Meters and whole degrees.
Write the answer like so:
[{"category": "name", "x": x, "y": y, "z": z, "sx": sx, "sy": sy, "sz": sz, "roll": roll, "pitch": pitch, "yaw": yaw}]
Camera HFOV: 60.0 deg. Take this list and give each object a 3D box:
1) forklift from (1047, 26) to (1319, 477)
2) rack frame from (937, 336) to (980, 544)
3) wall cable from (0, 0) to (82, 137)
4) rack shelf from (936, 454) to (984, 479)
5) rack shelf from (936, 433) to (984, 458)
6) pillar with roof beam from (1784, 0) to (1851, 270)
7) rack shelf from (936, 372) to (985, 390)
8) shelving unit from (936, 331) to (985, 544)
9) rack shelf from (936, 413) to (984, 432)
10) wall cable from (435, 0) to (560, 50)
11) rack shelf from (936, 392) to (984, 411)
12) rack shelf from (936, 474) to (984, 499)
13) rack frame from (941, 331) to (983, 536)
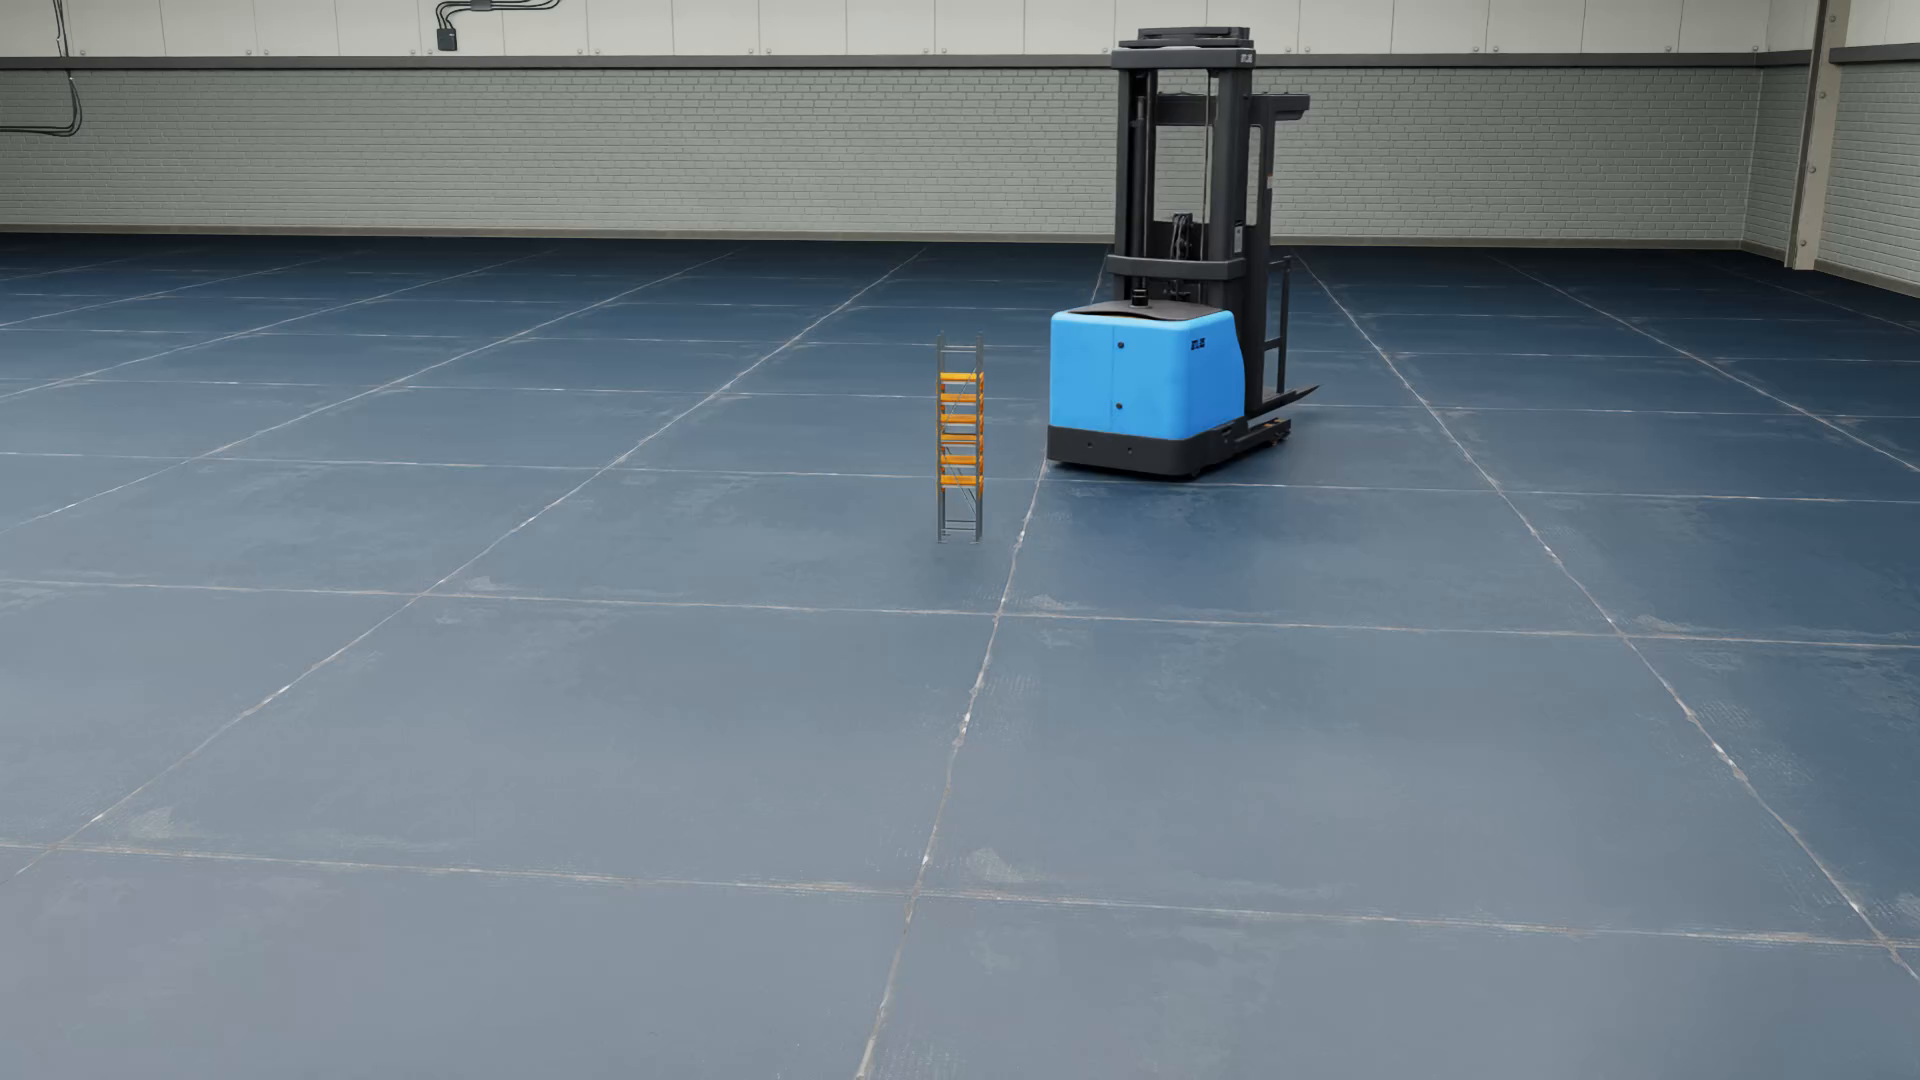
[{"category": "forklift", "x": 1.812, "y": -2.165, "z": 12.054, "sx": 1.130, "sy": 2.935, "sz": 3.031, "roll": 9, "pitch": 18, "yaw": 31}, {"category": "rack frame", "x": -0.009, "y": -0.559, "z": 9.432, "sx": 0.240, "sy": 1.200, "sz": 0.006, "roll": 2, "pitch": 15, "yaw": 6}, {"category": "wall cable", "x": -17.309, "y": -8.494, "z": 29.782, "sx": 3.097, "sy": 2.526, "sz": 0.112, "roll": 2, "pitch": 15, "yaw": 6}, {"category": "rack shelf", "x": 0.002, "y": -0.424, "z": 9.562, "sx": 0.258, "sy": 0.103, "sz": 0.180, "roll": 2, "pitch": 15, "yaw": 6}, {"category": "rack shelf", "x": 0.002, "y": -0.540, "z": 9.531, "sx": 0.258, "sy": 0.103, "sz": 0.180, "roll": 2, "pitch": 15, "yaw": 6}, {"category": "pillar with roof beam", "x": 8.066, "y": -8.466, "z": 23.733, "sx": 9.100, "sy": 9.000, "sz": 0.400, "roll": 2, "pitch": 15, "yaw": 6}, {"category": "rack shelf", "x": 0.002, "y": -0.888, "z": 9.437, "sx": 0.258, "sy": 0.103, "sz": 0.180, "roll": 2, "pitch": 15, "yaw": 6}, {"category": "shelving unit", "x": 0.002, "y": -0.583, "z": 9.519, "sx": 0.258, "sy": 1.200, "sz": 0.189, "roll": 2, "pitch": 15, "yaw": 6}, {"category": "rack shelf", "x": 0.002, "y": -0.656, "z": 9.500, "sx": 0.258, "sy": 0.103, "sz": 0.180, "roll": 2, "pitch": 15, "yaw": 6}, {"category": "wall cable", "x": -7.878, "y": -11.351, "z": 27.884, "sx": 2.305, "sy": 6.003, "sz": 0.169, "roll": 2, "pitch": 15, "yaw": 6}, {"category": "rack shelf", "x": 0.002, "y": -0.772, "z": 9.468, "sx": 0.258, "sy": 0.103, "sz": 0.180, "roll": 2, "pitch": 15, "yaw": 6}, {"category": "rack shelf", "x": 0.002, "y": -0.308, "z": 9.594, "sx": 0.258, "sy": 0.103, "sz": 0.180, "roll": 2, "pitch": 15, "yaw": 6}, {"category": "rack frame", "x": 0.012, "y": -0.607, "z": 9.607, "sx": 0.240, "sy": 1.200, "sz": 0.006, "roll": 2, "pitch": 15, "yaw": 6}]
